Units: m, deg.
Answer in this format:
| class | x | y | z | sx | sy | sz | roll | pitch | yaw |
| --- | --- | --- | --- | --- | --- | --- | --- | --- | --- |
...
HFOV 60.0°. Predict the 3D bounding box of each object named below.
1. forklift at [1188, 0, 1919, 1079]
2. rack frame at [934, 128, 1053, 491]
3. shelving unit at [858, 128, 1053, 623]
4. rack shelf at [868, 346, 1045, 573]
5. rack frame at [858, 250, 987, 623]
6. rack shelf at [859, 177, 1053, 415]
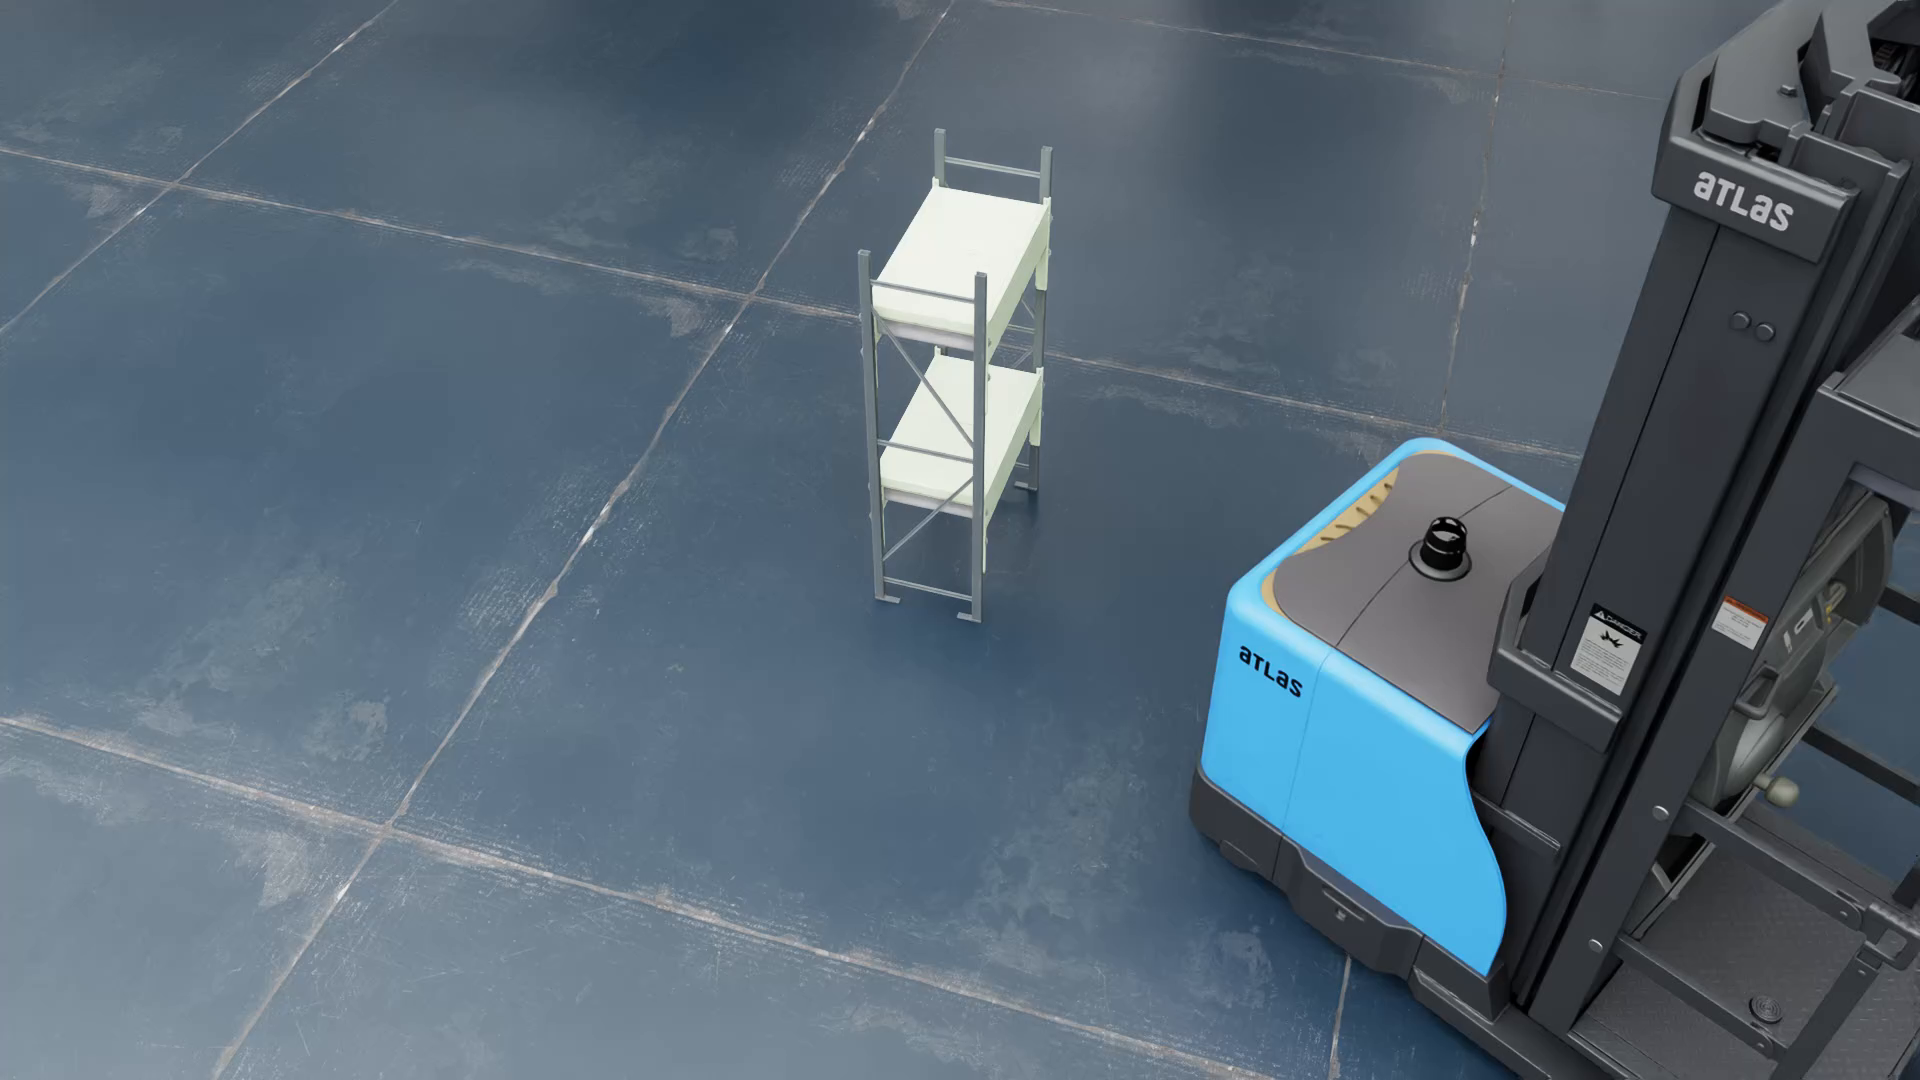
| class | x | y | z | sx | sy | sz | roll | pitch | yaw |
| --- | --- | --- | --- | --- | --- | --- | --- | --- | --- |
| forklift | 2.128 | 0.345 | 3.802 | 3.031 | 2.935 | 1.130 | 34 | 54 | 30 |
| rack frame | 0.109 | -0.776 | 5.970 | 0.400 | 1.500 | 0.023 | 13 | 46 | 12 |
| shelving unit | -0.002 | -0.532 | 5.721 | 0.431 | 1.500 | 0.755 | 13 | 46 | 12 |
| rack shelf | -0.002 | -0.299 | 5.949 | 0.431 | 0.370 | 0.720 | 13 | 46 | 12 |
| rack frame | -0.113 | -0.288 | 5.472 | 0.400 | 1.500 | 0.023 | 13 | 46 | 12 |
| rack shelf | -0.002 | -0.811 | 5.448 | 0.431 | 0.370 | 0.720 | 13 | 46 | 12 |
